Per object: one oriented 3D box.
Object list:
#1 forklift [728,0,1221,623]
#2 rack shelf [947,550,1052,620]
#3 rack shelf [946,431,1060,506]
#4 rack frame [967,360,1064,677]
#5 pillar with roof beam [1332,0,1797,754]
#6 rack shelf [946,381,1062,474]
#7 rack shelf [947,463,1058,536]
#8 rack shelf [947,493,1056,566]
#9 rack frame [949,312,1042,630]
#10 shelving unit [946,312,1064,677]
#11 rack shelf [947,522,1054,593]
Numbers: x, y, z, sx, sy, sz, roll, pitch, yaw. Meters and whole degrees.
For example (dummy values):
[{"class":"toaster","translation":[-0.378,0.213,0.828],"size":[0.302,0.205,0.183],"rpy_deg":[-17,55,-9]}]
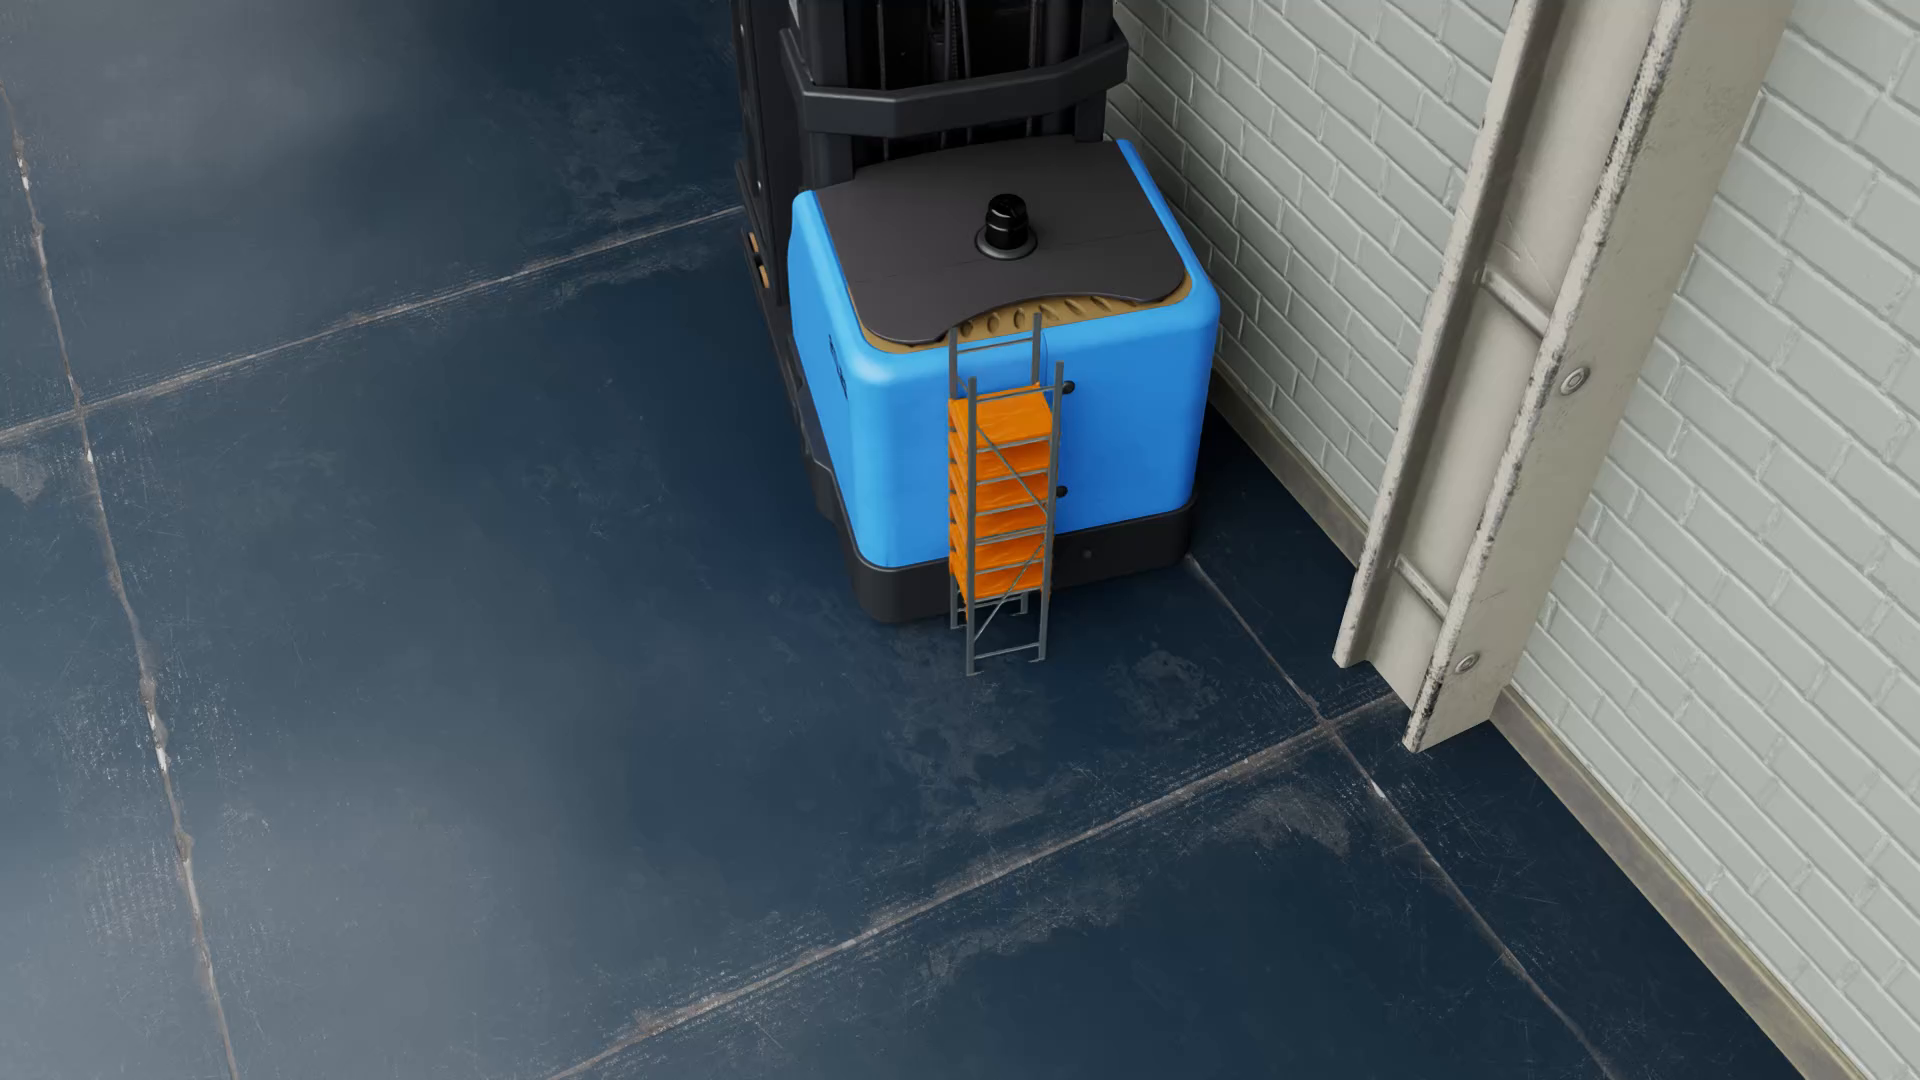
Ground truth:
[{"class":"forklift","translation":[-0.167,-1.855,4.925],"size":[1.130,2.935,3.031],"rpy_deg":[-12,50,-10]},{"class":"rack shelf","translation":[0.112,0.104,4.739],"size":[0.258,0.103,0.180],"rpy_deg":[-12,50,-10]},{"class":"rack shelf","translation":[0.112,-0.212,4.378],"size":[0.258,0.103,0.180],"rpy_deg":[-12,50,-10]},{"class":"rack frame","translation":[0.136,-0.016,4.467],"size":[0.240,1.200,0.006],"rpy_deg":[-12,50,-10]},{"class":"pillar with roof beam","translation":[-2.497,-1.057,0.196],"size":[9.100,9.000,0.400],"rpy_deg":[-21,52,-18]},{"class":"rack shelf","translation":[0.112,-0.291,4.288],"size":[0.258,0.103,0.180],"rpy_deg":[-12,50,-10]},{"class":"rack shelf","translation":[0.112,-0.133,4.468],"size":[0.258,0.103,0.180],"rpy_deg":[-12,50,-10]},{"class":"rack shelf","translation":[0.112,-0.054,4.559],"size":[0.258,0.103,0.180],"rpy_deg":[-12,50,-10]},{"class":"rack frame","translation":[0.088,-0.149,4.584],"size":[0.240,1.200,0.006],"rpy_deg":[-12,50,-10]},{"class":"shelving unit","translation":[0.112,-0.083,4.525],"size":[0.258,1.200,0.189],"rpy_deg":[-12,50,-10]},{"class":"rack shelf","translation":[0.112,0.025,4.649],"size":[0.258,0.103,0.180],"rpy_deg":[-12,50,-10]}]
